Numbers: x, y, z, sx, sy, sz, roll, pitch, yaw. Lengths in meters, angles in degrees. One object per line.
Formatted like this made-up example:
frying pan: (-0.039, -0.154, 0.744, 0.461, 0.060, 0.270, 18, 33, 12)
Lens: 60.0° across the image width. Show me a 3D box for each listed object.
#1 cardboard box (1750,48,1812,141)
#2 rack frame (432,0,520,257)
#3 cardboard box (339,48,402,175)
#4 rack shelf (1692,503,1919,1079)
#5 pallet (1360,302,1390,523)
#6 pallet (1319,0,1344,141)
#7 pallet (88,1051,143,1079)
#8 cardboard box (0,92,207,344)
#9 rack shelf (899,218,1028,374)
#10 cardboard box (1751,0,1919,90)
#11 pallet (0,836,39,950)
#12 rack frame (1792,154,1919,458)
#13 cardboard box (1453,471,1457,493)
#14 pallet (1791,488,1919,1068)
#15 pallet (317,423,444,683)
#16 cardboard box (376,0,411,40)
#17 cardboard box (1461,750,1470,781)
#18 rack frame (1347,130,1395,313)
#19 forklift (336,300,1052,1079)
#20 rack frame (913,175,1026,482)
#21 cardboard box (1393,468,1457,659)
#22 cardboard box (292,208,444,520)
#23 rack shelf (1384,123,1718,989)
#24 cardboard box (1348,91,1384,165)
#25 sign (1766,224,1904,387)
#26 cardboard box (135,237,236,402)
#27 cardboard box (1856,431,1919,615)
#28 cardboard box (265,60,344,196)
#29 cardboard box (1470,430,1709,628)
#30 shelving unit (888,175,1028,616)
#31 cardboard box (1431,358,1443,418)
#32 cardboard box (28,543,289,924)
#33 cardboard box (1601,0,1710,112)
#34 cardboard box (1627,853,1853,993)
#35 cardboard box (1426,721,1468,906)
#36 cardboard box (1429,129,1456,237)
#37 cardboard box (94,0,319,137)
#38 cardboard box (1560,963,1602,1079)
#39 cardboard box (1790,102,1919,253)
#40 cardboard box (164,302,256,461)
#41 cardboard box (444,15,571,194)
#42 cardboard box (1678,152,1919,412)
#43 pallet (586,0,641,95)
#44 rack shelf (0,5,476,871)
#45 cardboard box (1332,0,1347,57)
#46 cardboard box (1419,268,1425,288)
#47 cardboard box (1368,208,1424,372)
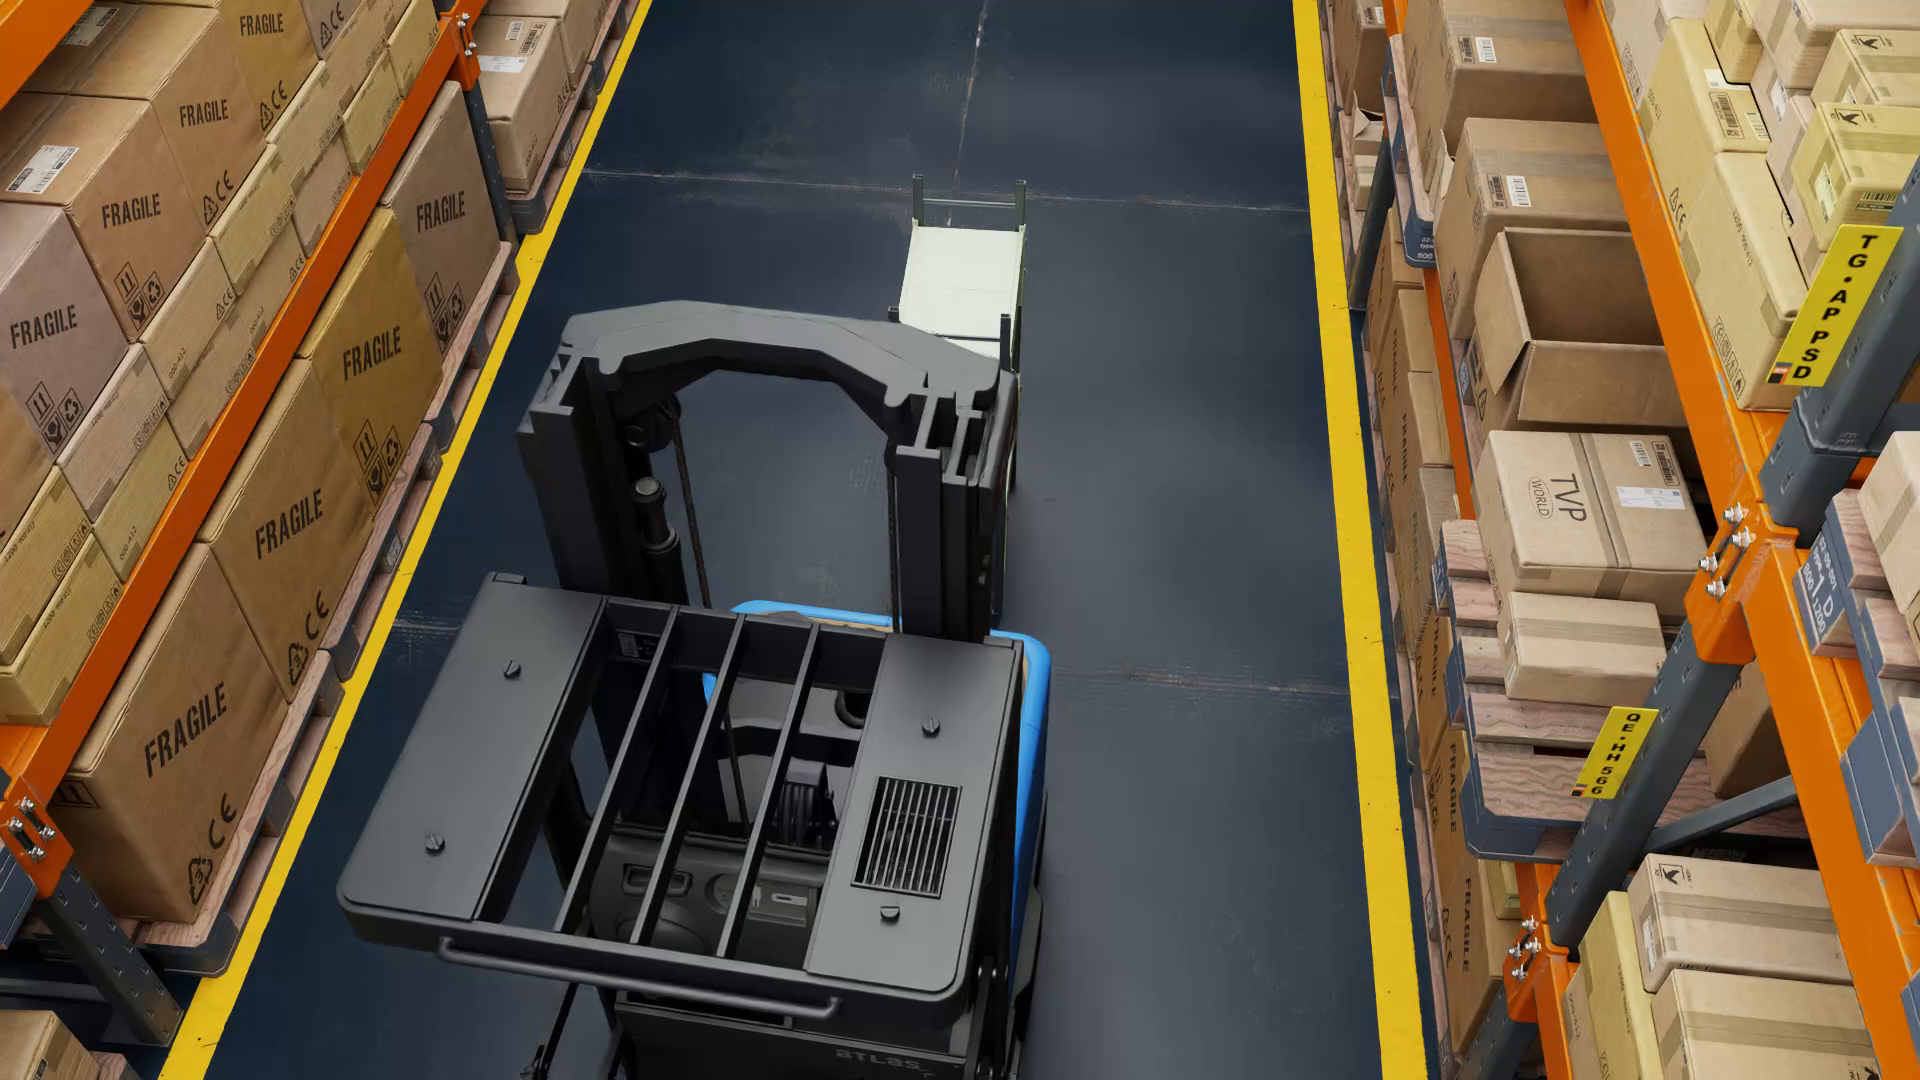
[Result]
cardboard box: (1.830, -0.900, 3.339, 0.380, 0.149, 0.250, 5, 48, 4)
rack frame: (-2.634, -2.417, 6.928, 1.000, 3.000, 0.127, 4, 48, 4)
cardboard box: (-2.471, -1.646, 6.324, 0.500, 0.250, 0.500, 3, 48, 3)
rack shelf: (1.763, 1.554, 1.751, 1.077, 0.370, 4.000, 4, 48, 4)
pallet: (2.273, -0.544, 7.105, 1.003, 0.211, 1.213, 4, 48, 4)
pallet: (2.482, -2.548, 8.938, 1.003, 0.211, 1.213, 4, 48, 4)
pallet: (-3.071, 2.038, 4.743, 1.003, 0.211, 1.213, 4, 48, 4)
cardboard box: (-2.612, -0.939, 4.831, 0.500, 0.500, 0.500, 5, 48, 5)
rack shelf: (-0.001, -0.765, 5.904, 0.431, 0.370, 0.720, 4, 48, 4)
cardboard box: (1.785, -1.001, 3.230, 0.380, 0.149, 0.250, 2, 48, 2)
pallet: (-2.957, 1.118, 3.825, 1.213, 0.211, 1.003, 4, 48, 4)
rack frame: (1.945, -1.171, 1.723, 1.000, 3.000, 0.127, 4, 48, 4)
cardboard box: (1.960, -0.193, 5.864, 0.380, 0.149, 0.250, 4, 48, 4)
pallet: (1.972, 0.410, 2.438, 1.213, 0.211, 1.003, 6, 48, 5)
pallet: (-2.738, -0.005, 6.611, 1.003, 0.211, 1.213, 4, 48, 4)
cardboard box: (-2.432, -2.195, 6.487, 0.500, 0.250, 0.500, 4, 48, 3)
cardboard box: (1.732, 0.754, 4.998, 0.380, 0.149, 0.250, 2, 48, 2)
rack frame: (2.310, -2.086, 6.625, 1.000, 3.000, 0.127, 4, 48, 4)
forklift: (-8.923, -1.739, 6.216, 19.036, 3.140, 7.493, 7, 48, 6)
rack frame: (0.033, -0.770, 6.438, 0.400, 1.500, 0.023, 4, 48, 4)
cardboard box: (1.899, 0.095, 6.039, 0.500, 0.500, 0.500, 2, 48, 2)
cardboard box: (-2.685, -0.716, 6.528, 0.875, 0.875, 0.875, 5, 48, 5)
rack shelf: (2.127, -0.373, 5.546, 1.077, 0.370, 4.000, 4, 48, 4)
cardboard box: (2.100, -1.996, 8.111, 0.396, 0.266, 0.258, 5, 48, 5)
sign: (1.405, -0.371, 2.674, 0.100, 0.325, 0.005, 4, 48, 4)
cardboard box: (-2.600, -0.697, 5.117, 0.500, 0.250, 0.500, 4, 48, 3)
cardboard box: (1.611, -0.020, 2.508, 0.380, 0.166, 0.250, 4, 48, 3)
cardboard box: (-2.511, -1.446, 5.803, 0.500, 0.250, 0.500, 5, 48, 4)
cardboard box: (1.719, -0.035, 4.566, 0.500, 0.250, 0.500, 2, 48, 2)
shelving unit: (-0.001, -0.501, 6.192, 0.431, 1.500, 0.755, 4, 48, 4)
cardboard box: (1.980, -0.576, 6.214, 0.380, 0.149, 0.250, 4, 48, 3)
cardboard box: (-2.853, 0.596, 5.328, 0.875, 0.875, 0.875, 3, 48, 3)
cardboard box: (1.840, -1.239, 3.919, 0.500, 0.250, 0.500, 4, 48, 4)
cardboard box: (1.623, 0.815, 3.464, 0.380, 0.149, 0.250, 5, 48, 5)
cardboard box: (1.825, 0.863, 5.337, 0.500, 0.500, 0.500, 3, 48, 3)
cardboard box: (1.801, -1.187, 5.610, 0.396, 0.266, 0.258, 6, 48, 5)
cardboard box: (-2.530, -1.691, 5.519, 0.500, 0.500, 0.500, 5, 48, 5)
cardboard box: (1.661, 1.214, 3.709, 0.500, 0.250, 0.500, 4, 48, 4)
cardboard box: (1.682, -0.616, 2.878, 0.380, 0.149, 0.250, 5, 48, 5)
cardboard box: (-2.620, -0.533, 5.307, 0.500, 0.250, 0.500, 5, 48, 5)
cardboard box: (-2.470, -2.148, 8.134, 0.875, 0.438, 0.875, 3, 48, 3)
cardboard box: (1.750, -0.502, 3.245, 0.500, 0.250, 0.500, 2, 48, 2)
pallet: (-2.378, -2.928, 9.285, 1.003, 0.211, 1.213, 4, 48, 4)
rack shelf: (-2.816, -0.705, 5.849, 1.077, 0.370, 4.000, 4, 48, 4)
cardboard box: (2.260, -2.873, 8.754, 0.500, 0.500, 0.500, 5, 48, 4)
cardboard box: (2.064, -1.149, 6.737, 0.380, 0.149, 0.250, 3, 48, 2)
cardboard box: (2.041, -1.044, 7.081, 0.500, 0.500, 0.500, 6, 48, 5)
